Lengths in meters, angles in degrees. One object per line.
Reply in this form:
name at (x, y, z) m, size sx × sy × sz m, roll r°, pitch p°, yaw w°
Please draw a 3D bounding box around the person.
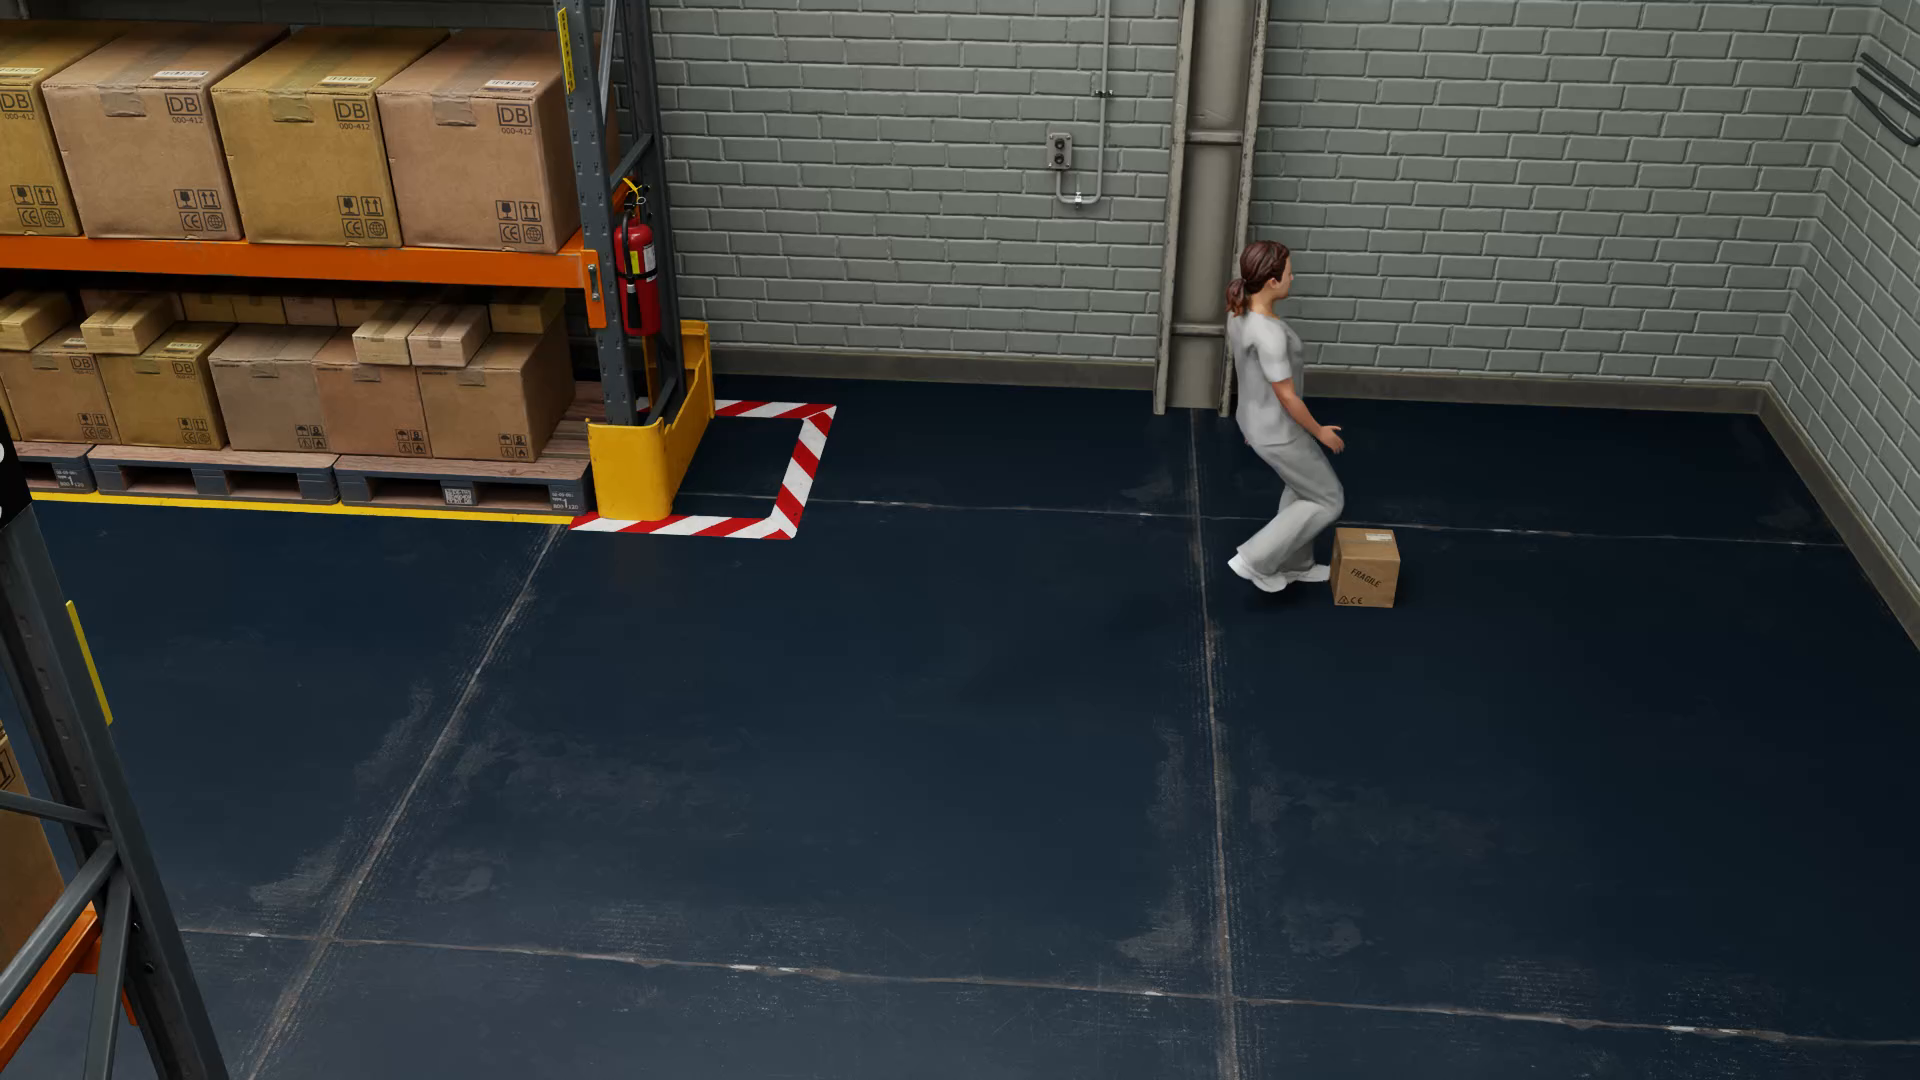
person at (1.368, -0.455, 6.982) m, size 0.638 × 1.563 × 0.460 m, roll -4°, pitch 32°, yaw -6°
